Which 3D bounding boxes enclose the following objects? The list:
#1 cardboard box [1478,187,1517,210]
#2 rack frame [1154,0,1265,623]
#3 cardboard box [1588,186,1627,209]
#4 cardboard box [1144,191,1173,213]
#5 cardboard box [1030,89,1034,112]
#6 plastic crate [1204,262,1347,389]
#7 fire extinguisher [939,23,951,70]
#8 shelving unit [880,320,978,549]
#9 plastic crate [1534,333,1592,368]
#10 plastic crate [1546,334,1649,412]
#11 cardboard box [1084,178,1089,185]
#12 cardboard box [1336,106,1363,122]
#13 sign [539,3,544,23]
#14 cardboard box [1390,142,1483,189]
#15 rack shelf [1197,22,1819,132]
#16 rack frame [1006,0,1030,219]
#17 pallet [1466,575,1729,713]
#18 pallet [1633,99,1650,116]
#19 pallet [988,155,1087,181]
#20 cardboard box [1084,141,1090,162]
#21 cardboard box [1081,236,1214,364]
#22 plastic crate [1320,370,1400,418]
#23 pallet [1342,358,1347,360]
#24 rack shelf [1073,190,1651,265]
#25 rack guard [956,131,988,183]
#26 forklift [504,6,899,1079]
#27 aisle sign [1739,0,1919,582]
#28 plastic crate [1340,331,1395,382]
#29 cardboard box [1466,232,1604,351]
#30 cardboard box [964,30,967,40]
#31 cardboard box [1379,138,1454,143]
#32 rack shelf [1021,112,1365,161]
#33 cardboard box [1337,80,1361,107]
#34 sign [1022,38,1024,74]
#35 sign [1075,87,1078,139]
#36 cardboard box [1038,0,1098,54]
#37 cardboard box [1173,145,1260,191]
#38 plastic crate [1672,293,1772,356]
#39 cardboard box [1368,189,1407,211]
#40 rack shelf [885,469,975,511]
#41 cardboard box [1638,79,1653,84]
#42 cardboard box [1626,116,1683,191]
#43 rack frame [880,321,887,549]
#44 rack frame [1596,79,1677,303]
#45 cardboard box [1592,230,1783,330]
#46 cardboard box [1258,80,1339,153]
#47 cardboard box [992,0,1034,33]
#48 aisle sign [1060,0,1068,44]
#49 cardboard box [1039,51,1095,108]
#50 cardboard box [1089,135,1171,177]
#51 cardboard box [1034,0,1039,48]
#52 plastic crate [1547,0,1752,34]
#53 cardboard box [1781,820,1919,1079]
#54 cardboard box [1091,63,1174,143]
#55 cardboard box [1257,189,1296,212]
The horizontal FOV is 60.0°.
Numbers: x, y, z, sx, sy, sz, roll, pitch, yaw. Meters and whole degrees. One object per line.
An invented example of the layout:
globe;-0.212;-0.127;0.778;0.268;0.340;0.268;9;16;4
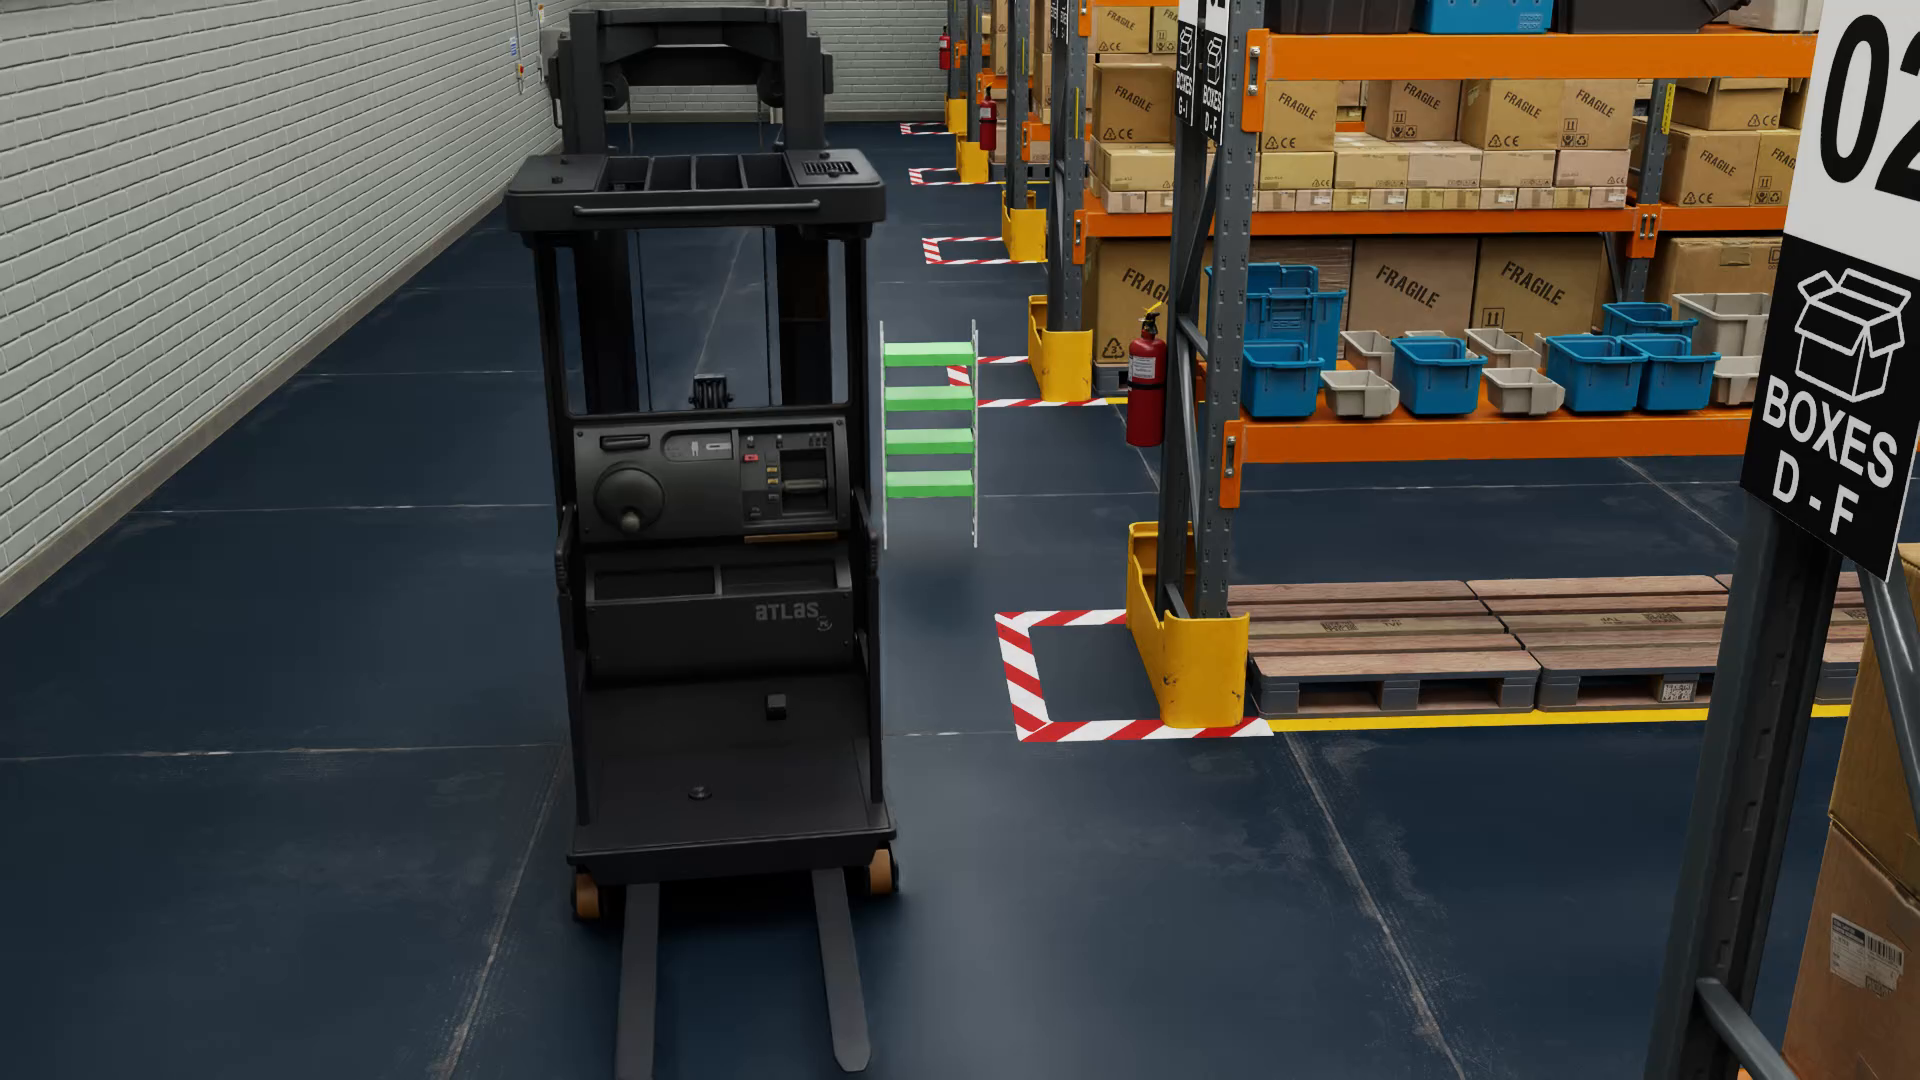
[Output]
cardboard box;3.682;-2.404;11.573;0.250;0.149;0.380;-1;21;-2
rack frame;1.027;-0.819;7.056;0.127;3.000;1.000;-1;21;-3
cardboard box;4.452;-2.420;11.614;0.250;0.149;0.380;-1;21;-3
cardboard box;1.374;-2.357;11.448;0.250;0.149;0.380;-1;21;-4
cardboard box;1.363;-6.872;25.879;0.500;0.500;0.700;0;21;-1
plastic crate;1.351;-0.937;7.231;0.499;0.435;0.616;-1;21;-3
fire extinguisher;-0.229;-7.484;25.196;0.183;0.674;0.296;-1;21;-3
shelving unit;-0.165;-0.557;8.899;0.503;1.200;0.258;-1;21;-3
plastic crate;2.692;-0.832;7.378;0.250;0.136;0.298;-1;21;-3
plastic crate;2.607;-0.684;6.852;0.300;0.233;0.416;-1;21;-3
cardboard box;1.330;-3.570;16.862;0.250;0.149;0.380;-1;21;-2
cardboard box;3.763;-4.189;16.261;0.250;0.149;0.380;0;21;-1
sign;-5.627;-7.087;22.360;0.001;0.242;0.339;-1;21;-3
cardboard box;3.286;-2.605;11.539;0.500;0.250;0.500;-1;21;-2
rack shelf;3.024;-1.925;6.757;4.000;0.370;1.077;-1;21;-3
rack frame;0.562;-4.342;16.311;0.127;3.000;1.000;-1;21;-3
pallet;3.068;0.458;7.623;1.213;0.211;1.003;-1;21;-3
pallet;6.575;-4.360;16.628;1.213;0.211;1.003;-1;21;-3
pallet;0.972;-4.840;21.536;1.213;0.211;1.003;-1;21;-3
cardboard box;1.745;-5.168;21.490;0.875;0.438;0.875;-1;21;-2
cardboard box;1.379;-1.823;12.090;0.875;0.875;0.875;-1;21;-3
plastic crate;1.617;-0.589;6.738;0.298;0.136;0.250;-1;21;-3
pallet;2.753;-1.343;12.352;1.213;0.211;1.003;-1;21;-3
rack shelf;2.741;-2.283;11.912;4.000;0.370;1.077;-1;21;-3
rack guard;0.155;-4.930;21.367;0.348;0.500;1.175;-1;21;-3
forklift;-0.818;-0.202;5.533;1.130;2.935;3.031;-3;21;-8
aisle sign;1.221;-0.382;2.254;0.004;0.787;0.394;-1;21;-3
plastic crate;1.831;-0.805;7.305;0.243;0.136;0.396;-1;21;-3
cardboard box;4.074;-1.878;12.234;0.875;0.875;0.875;-1;21;-3
cardboard box;0.207;-7.847;25.868;0.250;0.149;0.380;-1;21;-4
cardboard box;3.240;-2.791;12.029;0.500;0.250;0.500;-1;21;-2
rack shelf;2.559;-4.047;16.546;4.000;0.370;1.077;-1;21;-3
cardboard box;3.570;-4.489;16.137;0.500;0.500;0.500;-2;21;-5
sign;0.593;-4.554;15.651;0.005;0.325;0.100;-1;21;-3
sign;0.770;-2.823;10.991;0.005;0.325;0.100;-1;21;-3
cardboard box;1.025;-4.910;15.838;0.500;0.500;0.500;-1;21;-3
cardboard box;1.758;-2.574;11.459;0.500;0.250;0.500;-1;21;-4
plastic crate;3.486;-0.907;7.371;0.530;0.282;0.437;-1;21;-3
cardboard box;2.915;-2.389;11.532;0.250;0.149;0.380;-1;21;-2
rack shelf;-0.165;-0.273;9.007;0.480;0.148;0.258;-1;21;-3
cardboard box;6.536;-4.519;16.119;0.250;0.149;0.380;-2;21;-4
cardboard box;5.189;-2.813;12.153;0.500;0.500;0.500;-1;21;-3
rack frame;-0.409;-0.552;8.886;0.015;1.200;0.240;-1;21;-3
rack frame;4.738;-2.660;11.891;0.127;3.000;1.000;-1;21;-3
cardboard box;5.376;-1.883;12.247;0.875;0.875;1.225;-1;21;-3
cardboard box;2.255;-2.934;11.352;0.500;0.500;0.500;-2;21;-5
cardboard box;0.674;-6.521;20.488;0.500;0.500;0.500;-2;21;-4
aisle sign;0.690;-3.685;10.931;0.004;0.787;0.394;-1;21;-3
cardboard box;1.026;-4.439;16.006;0.500;0.500;0.500;0;21;0
cardboard box;1.213;-2.751;11.925;0.500;0.250;0.500;-1;21;-4
cardboard box;1.005;-5.093;16.319;0.500;0.500;0.500;-2;21;-4
plastic crate;2.568;-2.125;6.359;0.767;0.338;0.504;-1;21;-3
cardboard box;1.738;0.788;2.695;0.500;0.500;0.500;-1;21;-1
cardboard box;1.216;-3.101;11.789;0.500;0.500;0.500;-1;21;-2
cardboard box;2.143;-2.373;11.490;0.250;0.149;0.380;-2;21;-4
